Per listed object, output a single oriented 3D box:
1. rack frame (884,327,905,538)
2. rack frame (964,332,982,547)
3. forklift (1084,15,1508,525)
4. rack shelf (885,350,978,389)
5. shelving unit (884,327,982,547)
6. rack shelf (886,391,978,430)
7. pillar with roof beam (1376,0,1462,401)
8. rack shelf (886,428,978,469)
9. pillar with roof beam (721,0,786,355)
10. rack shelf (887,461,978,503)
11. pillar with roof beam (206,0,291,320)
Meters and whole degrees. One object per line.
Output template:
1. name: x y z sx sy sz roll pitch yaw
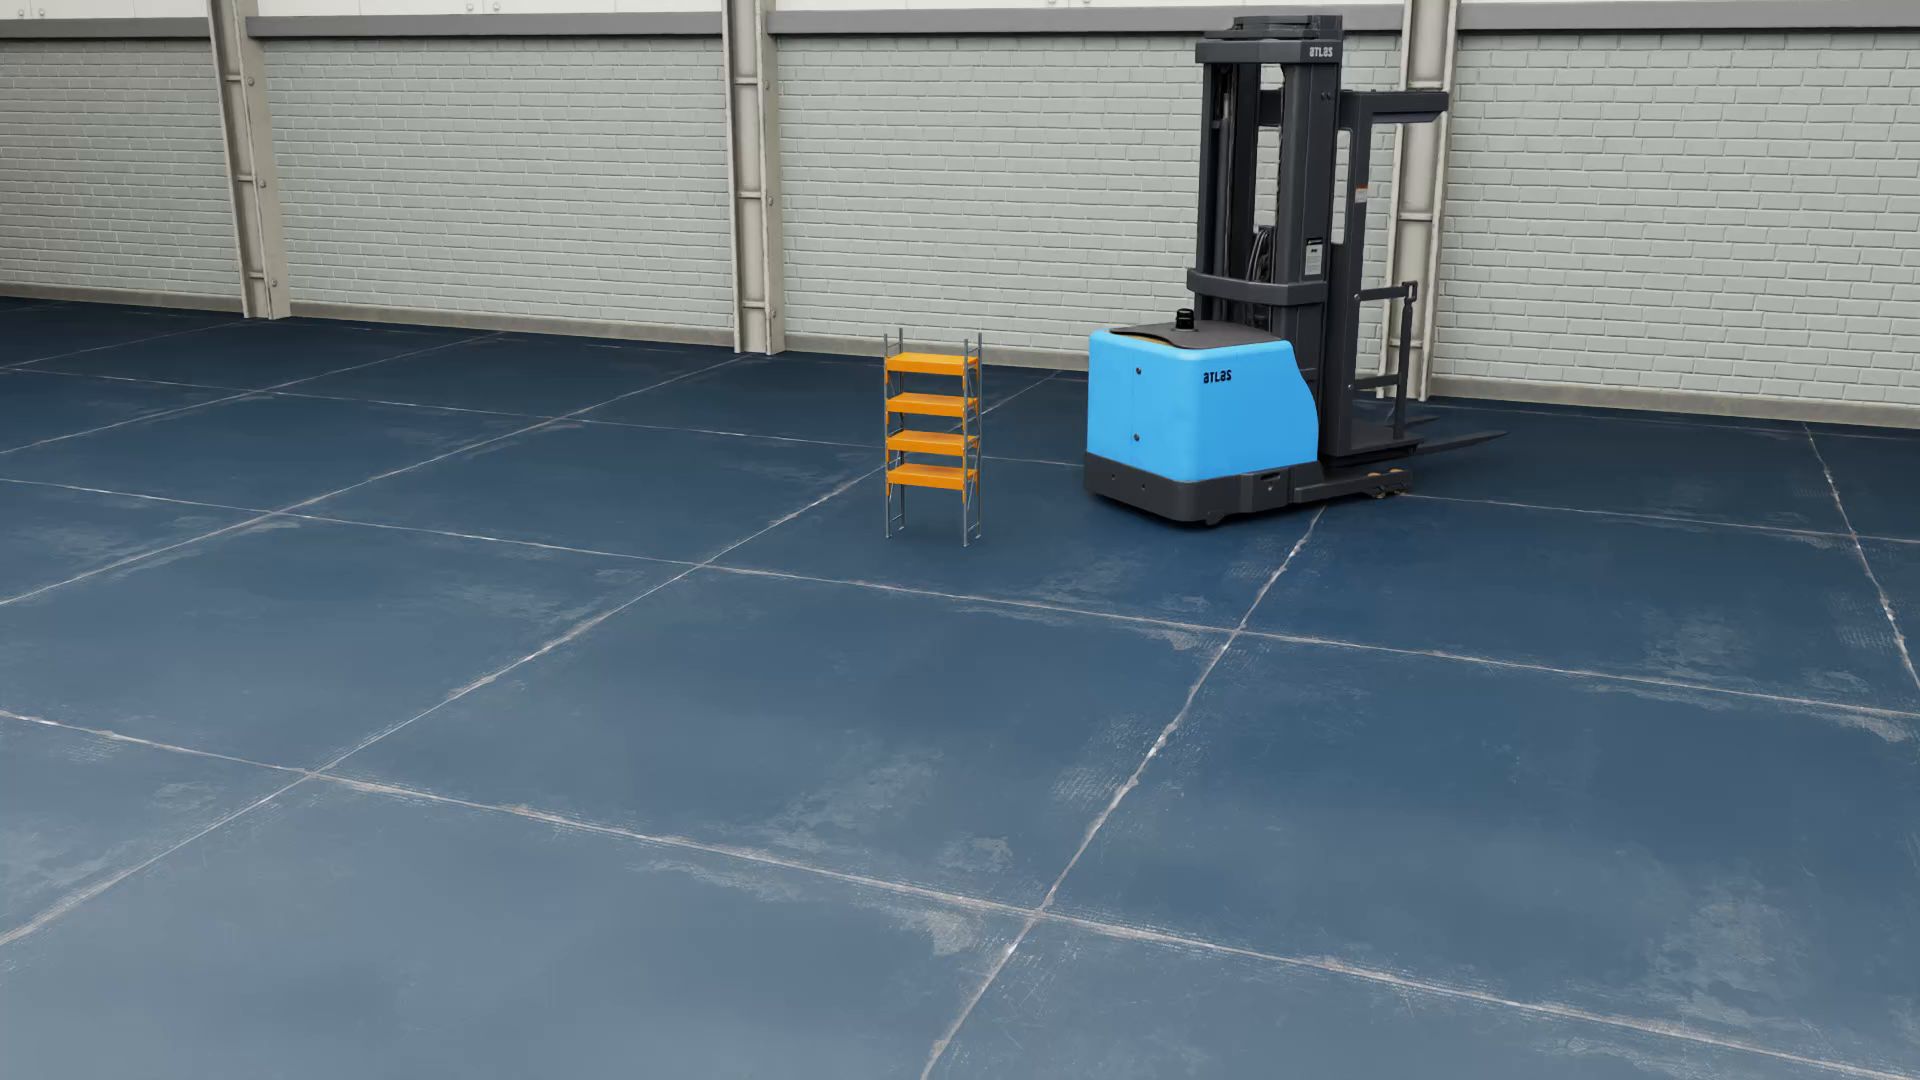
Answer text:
1. rack frame: -0.381 -0.618 9.651 0.015 1.200 0.240 6 17 21
2. rack frame: 0.073 -0.568 9.479 0.015 1.200 0.240 6 17 21
3. forklift: 2.307 -1.784 10.561 3.031 2.935 1.130 -10 19 -31
4. rack shelf: -0.154 -0.971 9.455 0.480 0.148 0.258 6 17 21
5. shelving unit: -0.154 -0.593 9.565 0.503 1.200 0.258 6 17 21
6. rack shelf: -0.154 -0.743 9.521 0.480 0.148 0.258 6 17 21
7. pillar with roof beam: 2.094 -4.398 8.681 0.400 9.000 9.100 6 17 21
8. rack shelf: -0.154 -0.529 9.583 0.480 0.148 0.258 6 17 21
9. pillar with roof beam: -3.488 -5.012 10.796 0.400 9.000 9.100 6 17 21
10. rack shelf: -0.154 -0.338 9.639 0.480 0.148 0.258 6 17 21
11. pillar with roof beam: -9.069 -5.625 12.910 0.400 9.000 9.100 6 17 21
